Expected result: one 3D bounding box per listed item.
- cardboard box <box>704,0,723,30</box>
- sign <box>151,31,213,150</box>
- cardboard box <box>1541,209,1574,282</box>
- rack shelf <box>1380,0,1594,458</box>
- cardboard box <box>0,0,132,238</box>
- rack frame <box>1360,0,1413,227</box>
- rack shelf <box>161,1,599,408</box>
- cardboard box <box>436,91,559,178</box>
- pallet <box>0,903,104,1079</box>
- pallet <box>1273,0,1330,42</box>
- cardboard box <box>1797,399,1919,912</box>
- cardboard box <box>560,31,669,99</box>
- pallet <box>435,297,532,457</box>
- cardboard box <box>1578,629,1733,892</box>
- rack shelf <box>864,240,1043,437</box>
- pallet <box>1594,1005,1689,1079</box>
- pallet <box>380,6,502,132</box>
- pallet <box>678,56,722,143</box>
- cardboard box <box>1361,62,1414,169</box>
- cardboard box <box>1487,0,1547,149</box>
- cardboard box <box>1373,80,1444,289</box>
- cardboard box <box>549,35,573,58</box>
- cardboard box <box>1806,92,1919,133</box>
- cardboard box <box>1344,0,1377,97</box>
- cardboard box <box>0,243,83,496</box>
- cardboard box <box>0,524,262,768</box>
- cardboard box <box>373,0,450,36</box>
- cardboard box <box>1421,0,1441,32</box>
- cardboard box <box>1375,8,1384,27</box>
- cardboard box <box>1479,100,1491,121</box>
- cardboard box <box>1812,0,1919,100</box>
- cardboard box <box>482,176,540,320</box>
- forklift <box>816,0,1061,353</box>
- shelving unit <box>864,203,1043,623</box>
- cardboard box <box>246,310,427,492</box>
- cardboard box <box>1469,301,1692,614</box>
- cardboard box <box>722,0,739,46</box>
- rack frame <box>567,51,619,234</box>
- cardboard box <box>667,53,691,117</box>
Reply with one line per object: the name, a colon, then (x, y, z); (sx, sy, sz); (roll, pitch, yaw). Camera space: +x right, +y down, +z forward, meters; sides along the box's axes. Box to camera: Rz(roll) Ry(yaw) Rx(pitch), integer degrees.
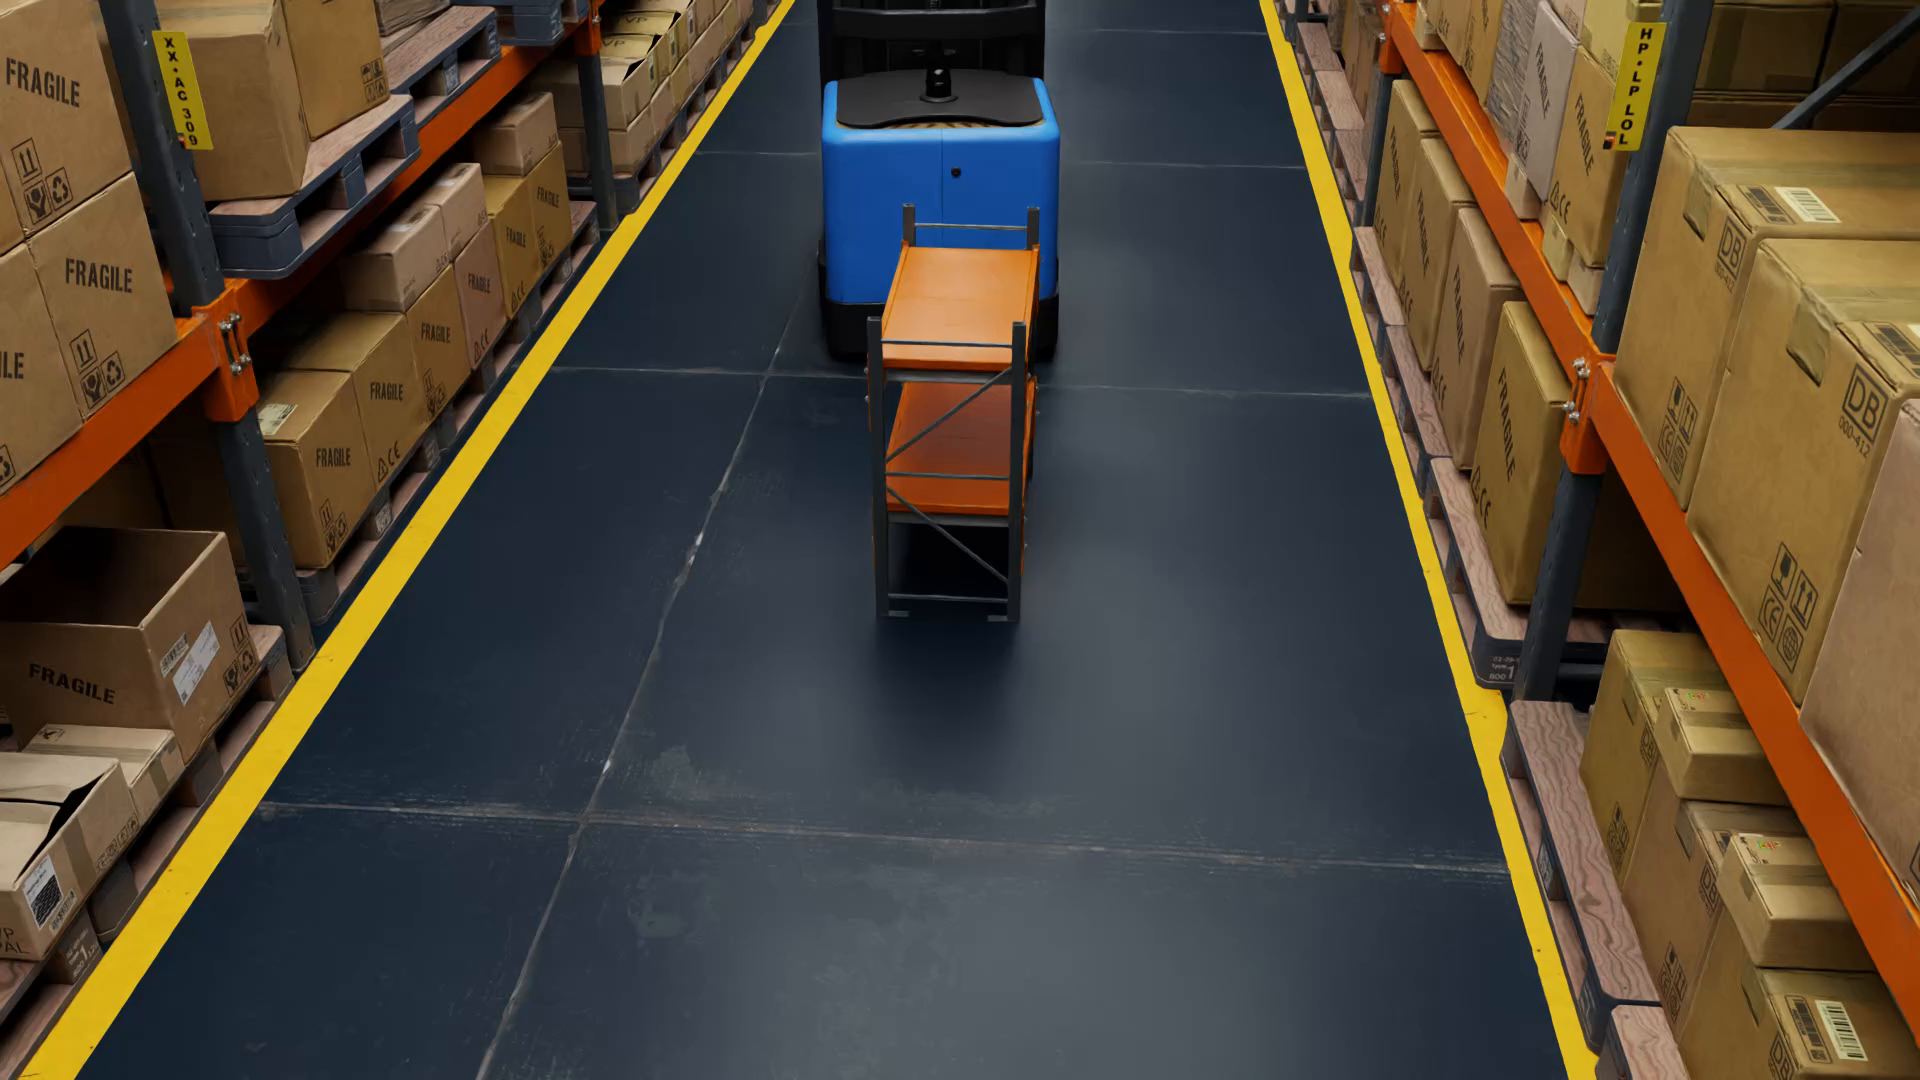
cardboard box: (-1.853, -3.556, 10.847); (0.500, 0.311, 0.500); (2, 32, 4)
sign: (-2.137, -1.232, 4.566); (0.100, 0.325, 0.005); (2, 32, 4)
cardboard box: (2.001, -0.897, 5.066); (0.380, 0.149, 0.250); (3, 32, 5)
rack shelf: (2.422, -1.413, 6.369); (1.077, 0.370, 4.000); (2, 32, 4)
cardboard box: (-2.462, -1.076, 4.088); (0.500, 0.500, 0.500); (3, 32, 4)
rack frame: (2.585, -2.765, 7.878); (1.000, 3.000, 0.127); (2, 32, 4)
rack shelf: (-2.516, -1.623, 6.709); (1.077, 0.370, 4.000); (2, 32, 4)
cardboard box: (-2.195, -1.888, 7.703); (0.500, 0.250, 0.500); (4, 32, 6)
pallet: (-2.832, 1.303, 3.935); (1.003, 0.211, 1.213); (2, 32, 4)
pallet: (2.930, -4.022, 12.575); (1.003, 0.211, 1.213); (2, 32, 4)
cardboard box: (2.084, 0.244, 2.709); (0.980, 0.700, 0.700); (1, 32, 2)
cardboard box: (-1.983, -2.758, 9.552); (0.500, 0.311, 0.500); (2, 32, 3)
pallet: (-2.553, -0.762, 7.286); (1.003, 0.211, 1.213); (2, 32, 4)
cardboard box: (2.096, 0.599, 4.402); (0.700, 0.500, 0.500); (3, 32, 5)
rack shelf: (-0.001, -0.725, 5.796); (0.538, 0.278, 1.000); (2, 32, 4)
pallet: (2.023, 1.548, 3.537); (1.003, 0.211, 1.213); (2, 32, 4)
pallet: (-2.506, -1.876, 6.618); (1.003, 0.211, 1.213); (2, 32, 4)
pallet: (-2.145, -2.853, 10.677); (1.003, 0.211, 1.213); (2, 32, 4)
cardboard box: (2.591, -2.267, 9.032); (0.700, 0.500, 0.500); (3, 32, 5)
cardboard box: (2.127, -1.633, 5.642); (0.500, 0.500, 0.500); (3, 32, 4)
cardboard box: (2.394, -1.650, 7.717); (0.750, 0.750, 0.750); (2, 32, 3)
cardboard box: (-2.520, -2.778, 9.585); (0.500, 0.311, 0.500); (2, 32, 3)
cardboard box: (2.548, -1.081, 4.747); (0.500, 0.500, 0.500); (1, 32, 2)
cardboard box: (2.793, -3.057, 10.314); (0.700, 0.500, 0.500); (3, 32, 5)
cardboard box: (-2.504, -0.384, 3.918); (0.500, 0.500, 0.500); (3, 32, 5)
cardboard box: (-2.442, 0.304, 4.861); (0.500, 0.500, 0.500); (2, 32, 4)
cardboard box: (-2.556, -2.392, 6.776); (0.700, 0.500, 0.500); (8, 33, 13)
cardboard box: (2.238, -2.426, 6.930); (0.500, 0.500, 0.500); (3, 32, 6)
cardboard box: (2.737, -3.151, 9.752); (0.500, 0.250, 0.500); (2, 32, 4)
cardboard box: (2.213, -1.702, 6.373); (0.380, 0.149, 0.250); (3, 32, 4)
cardboard box: (2.556, -1.400, 4.550); (0.500, 0.250, 0.500); (3, 32, 6)
cardboard box: (-2.237, -1.328, 7.509); (0.500, 0.500, 0.500); (1, 32, 2)
forklift: (-0.149, -2.829, 8.047); (1.130, 2.935, 3.031); (-1, 32, -2)
shelving unit: (-0.001, -0.475, 5.949); (0.538, 1.125, 1.048); (2, 32, 4)
cardboard box: (-2.364, -0.528, 6.211); (0.500, 0.500, 0.500); (3, 32, 5)
cardboard box: (2.182, -0.282, 5.498); (0.750, 0.750, 0.750); (3, 32, 5)
cardboard box: (-1.815, -3.581, 11.422); (0.500, 0.250, 0.500); (2, 32, 3)
rack frame: (-2.353, -2.975, 8.218); (1.000, 3.000, 0.127); (2, 32, 4)
cardboard box: (-1.941, -2.779, 10.121); (0.500, 0.250, 0.500); (2, 32, 3)
